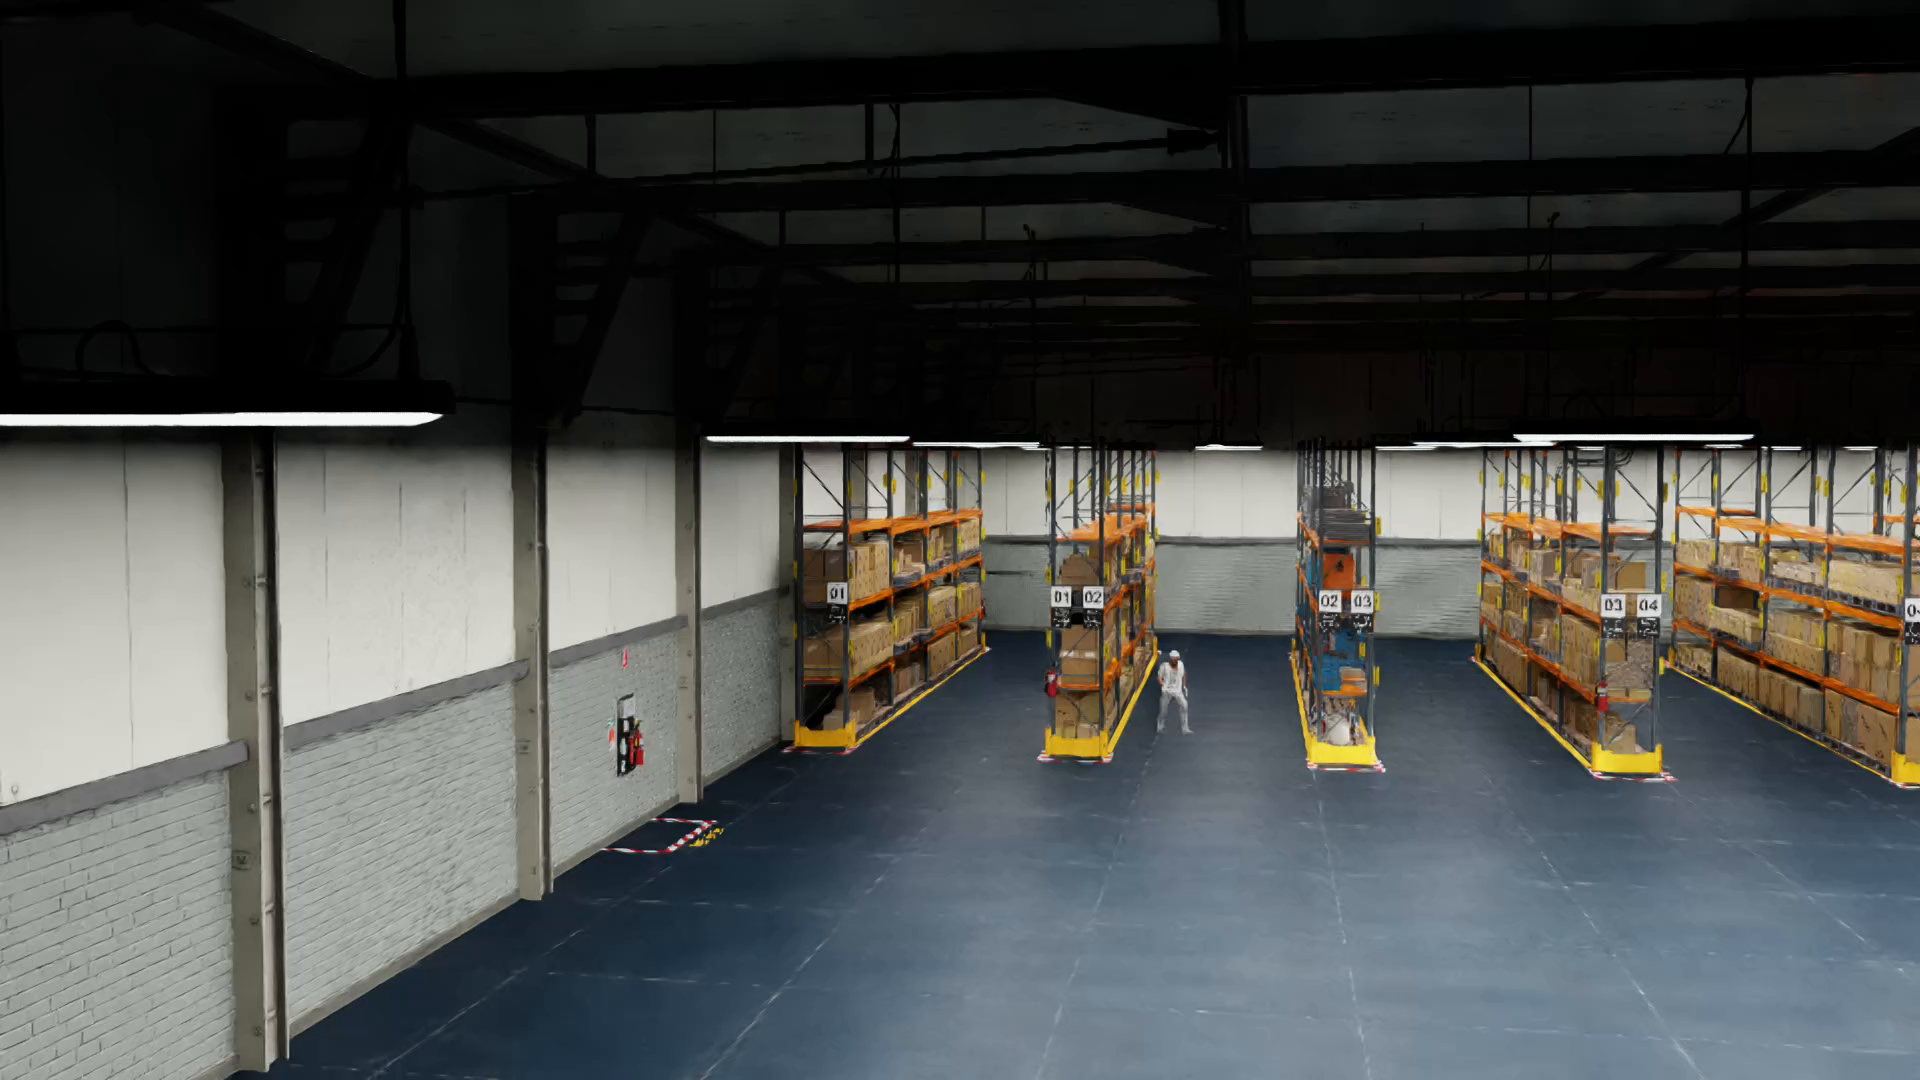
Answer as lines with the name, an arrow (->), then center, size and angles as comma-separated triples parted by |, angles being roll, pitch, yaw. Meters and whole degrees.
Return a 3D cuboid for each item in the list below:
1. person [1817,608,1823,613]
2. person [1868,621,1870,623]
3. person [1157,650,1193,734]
person -> 21.617, 2.595, 41.752 | 0.396, 1.792, 0.657 | 0, 3, -7
person -> 25.925, 2.438, 46.979 | 0.430, 1.585, 0.520 | -1, 3, -26
person -> 4.324, 3.063, 33.802 | 0.704, 1.711, 0.835 | 0, 3, -7
